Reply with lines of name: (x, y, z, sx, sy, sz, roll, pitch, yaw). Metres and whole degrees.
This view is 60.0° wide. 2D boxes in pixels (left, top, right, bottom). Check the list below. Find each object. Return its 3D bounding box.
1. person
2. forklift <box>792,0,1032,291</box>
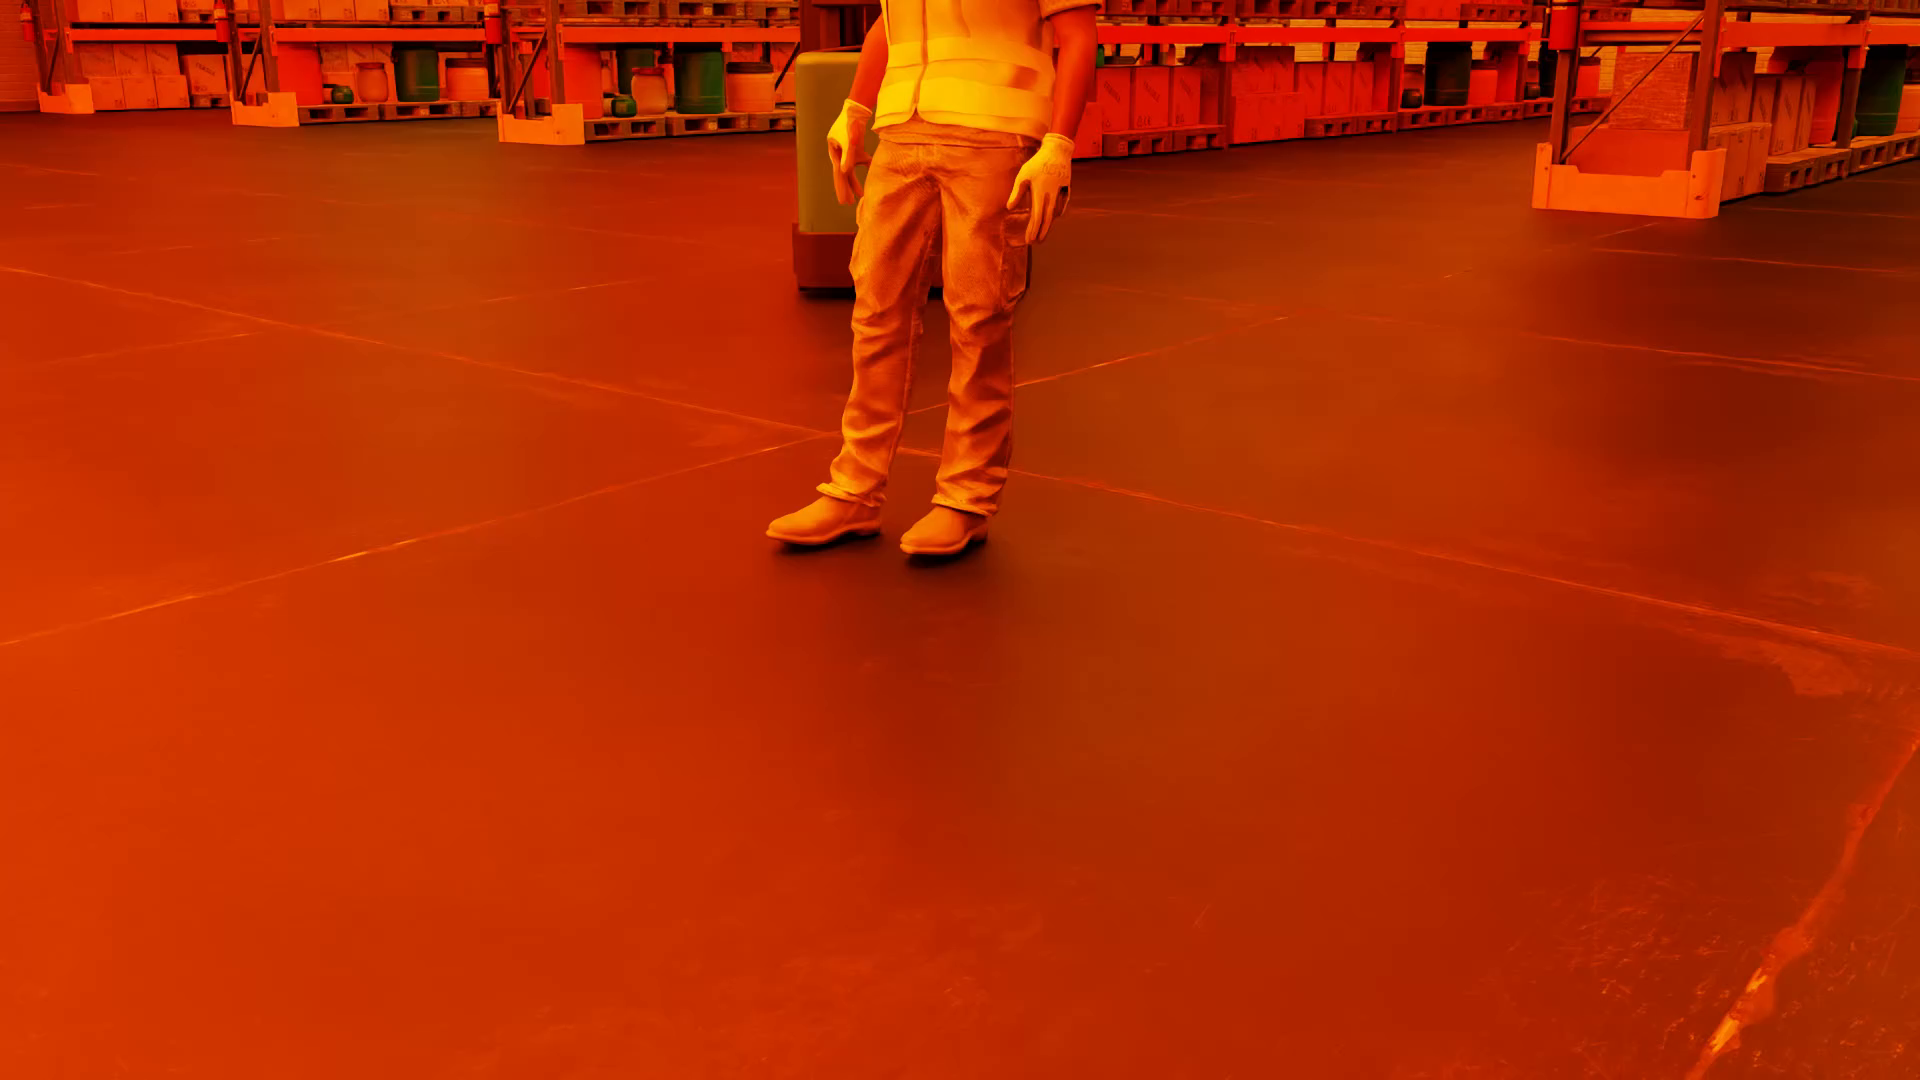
person: (-0.053, -0.846, 3.633, 0.656, 1.782, 0.576, 13, 21, 37)
forklift: (-0.263, -2.898, 8.441, 1.130, 2.935, 3.031, -1, 17, -2)
